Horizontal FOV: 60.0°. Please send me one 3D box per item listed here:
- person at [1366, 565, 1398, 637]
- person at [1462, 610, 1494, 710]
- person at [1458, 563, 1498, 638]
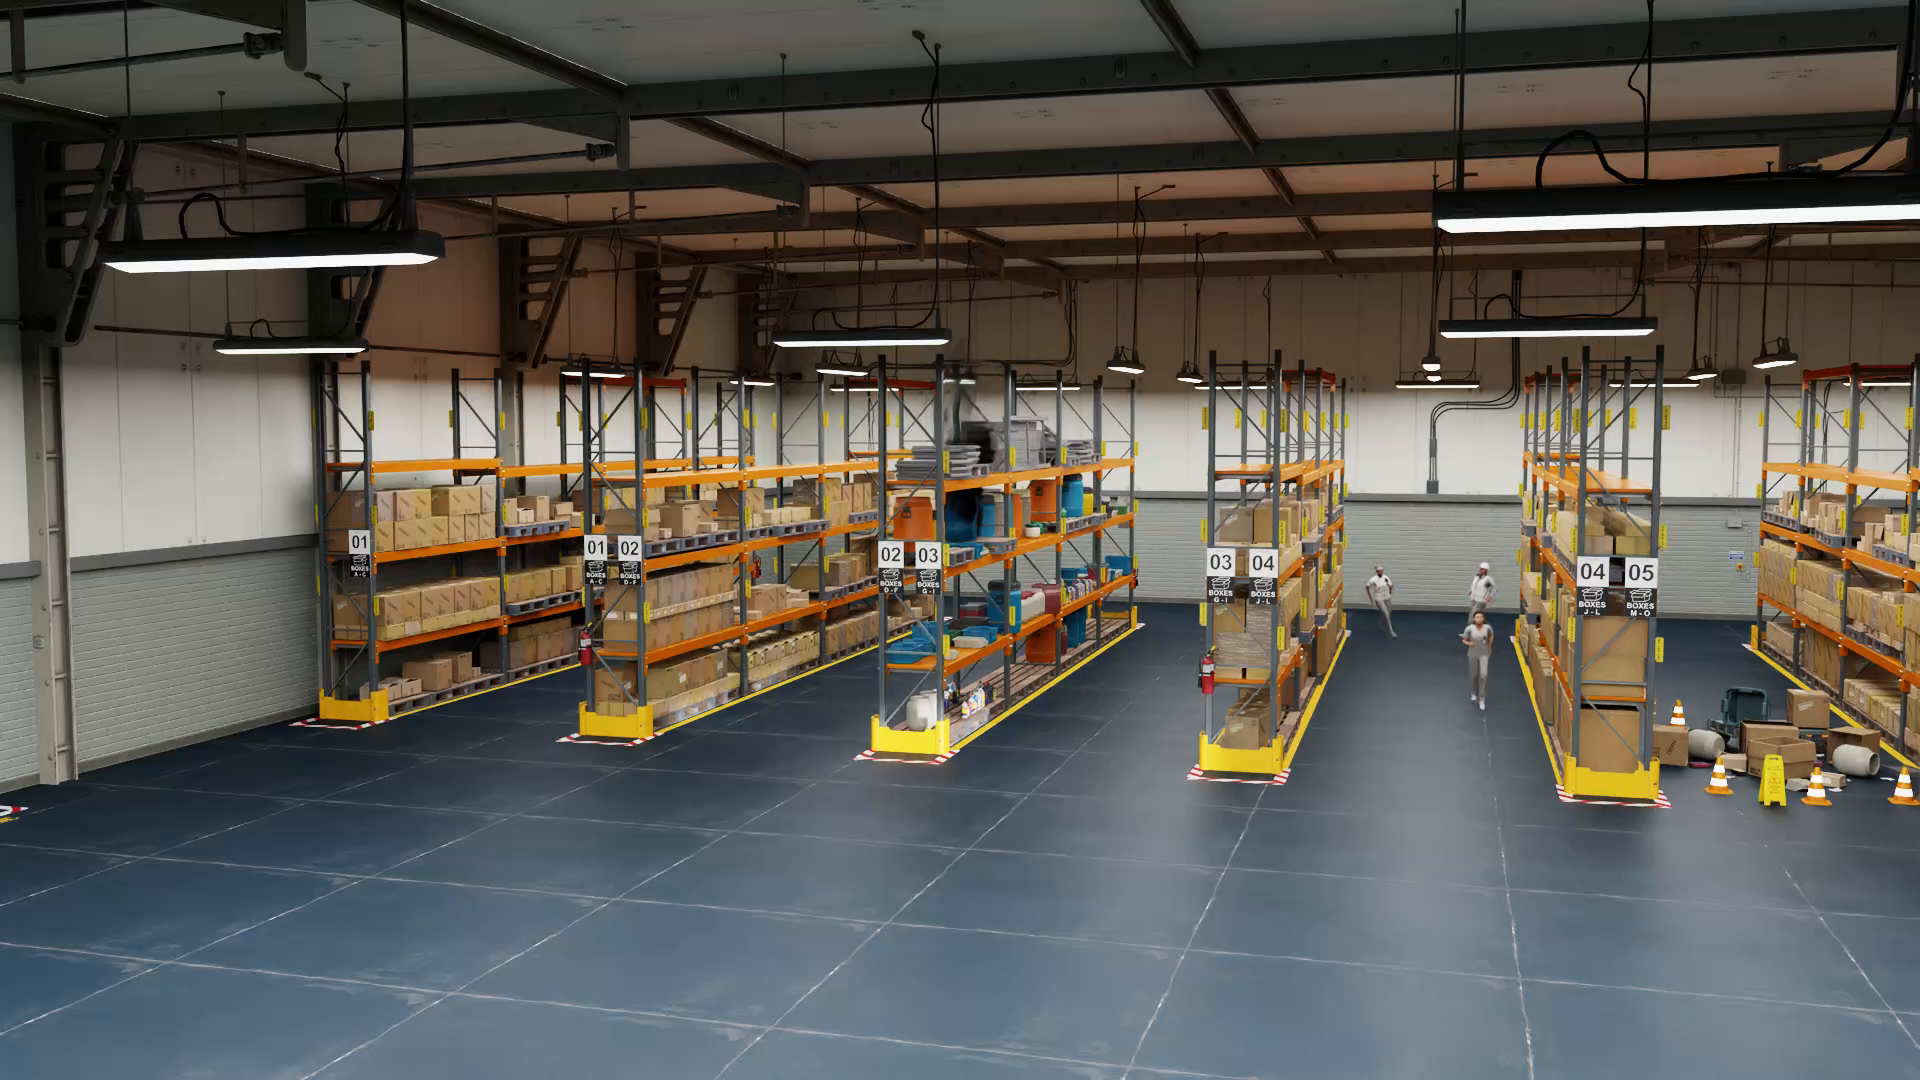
[{"bbox_3d":[9.839,1.395,38.759,0.656,1.658,0.922,-1,4,-11],"label":"person"},{"bbox_3d":[9.100,2.072,29.229,0.518,1.696,0.887,1,4,18],"label":"person"},{"bbox_3d":[12.002,1.383,38.380,0.938,1.734,0.720,-2,4,-24],"label":"person"}]
